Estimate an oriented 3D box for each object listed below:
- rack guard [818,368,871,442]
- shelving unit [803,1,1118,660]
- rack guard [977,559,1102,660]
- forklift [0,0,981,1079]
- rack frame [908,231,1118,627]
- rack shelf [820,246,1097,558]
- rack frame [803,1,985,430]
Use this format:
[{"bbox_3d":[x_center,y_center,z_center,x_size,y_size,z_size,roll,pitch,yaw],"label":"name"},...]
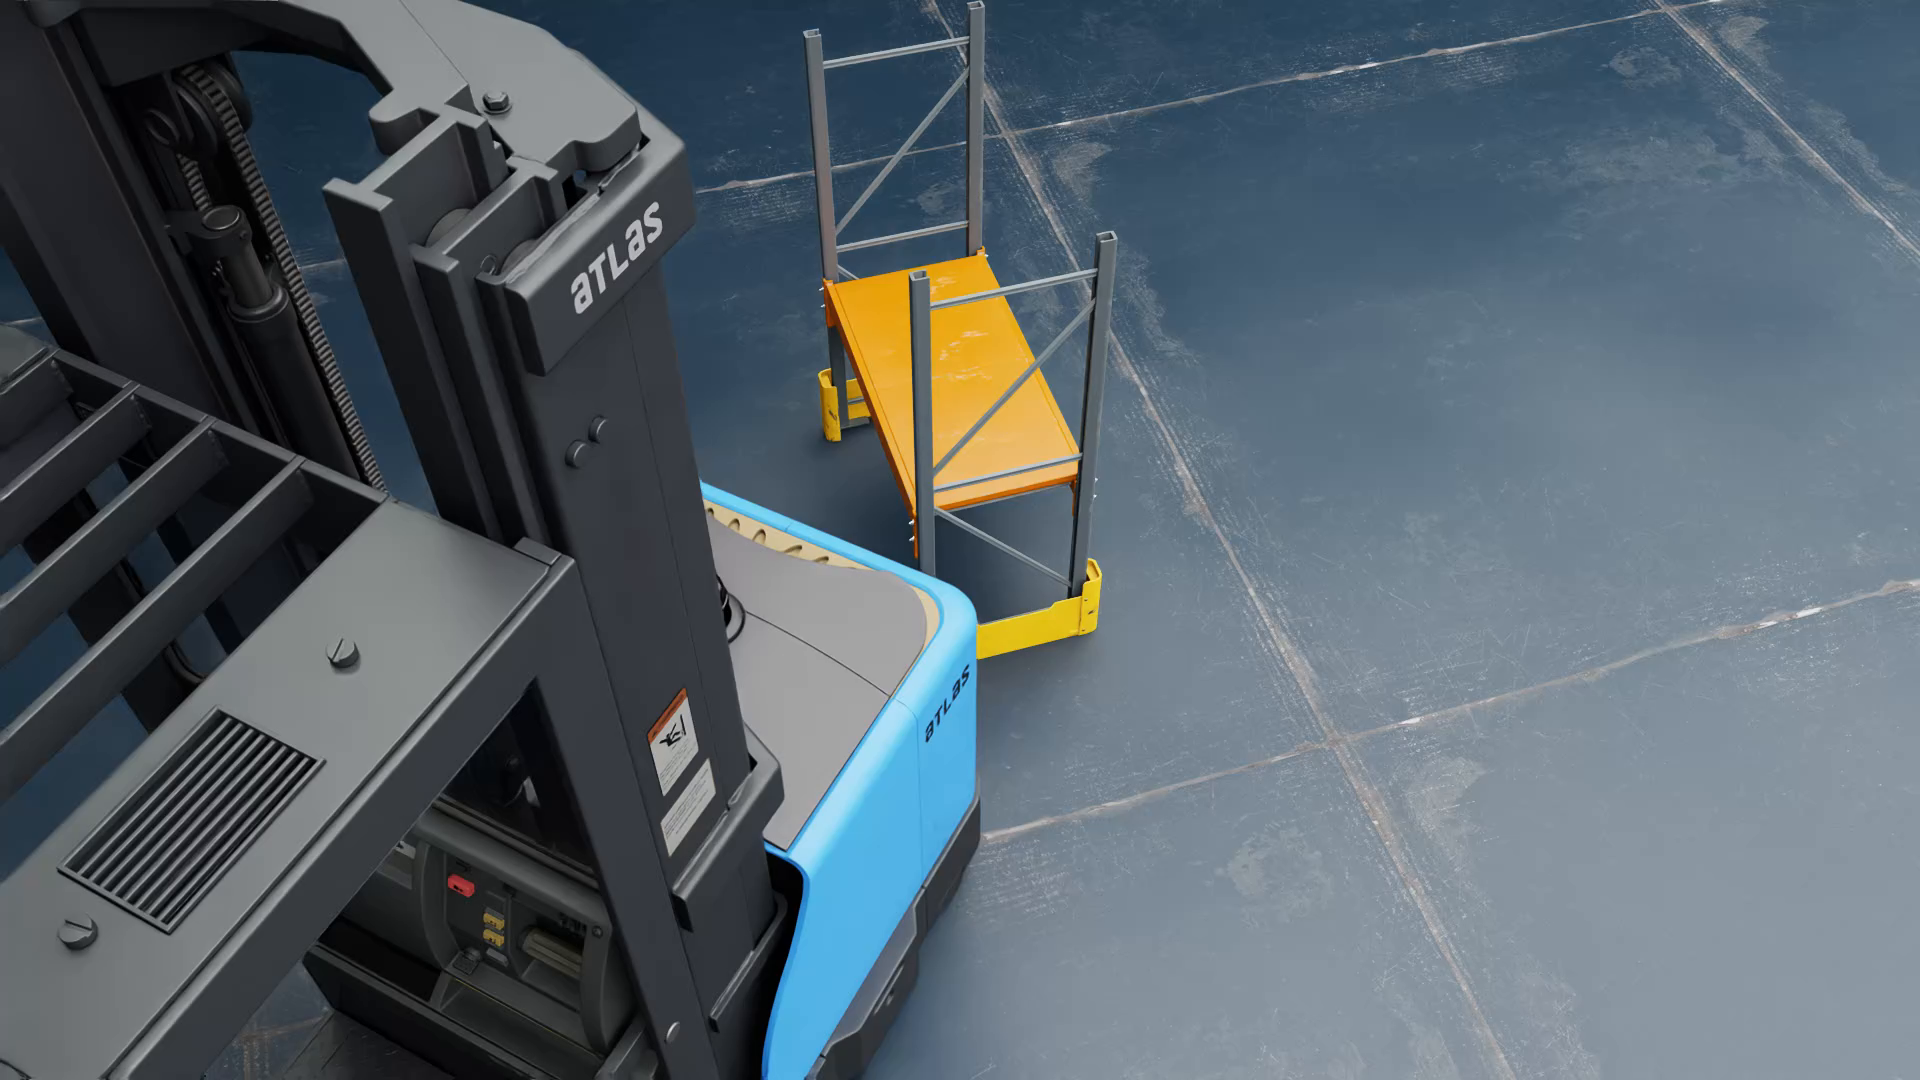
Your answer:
[{"bbox_3d":[-0.170,-0.500,5.508,0.587,0.250,0.087,-13,51,-11],"label":"rack guard"},{"bbox_3d":[-0.023,-0.539,4.724,0.587,1.500,1.083,-13,51,-11],"label":"shelving unit"},{"bbox_3d":[0.125,0.227,4.895,0.587,0.250,0.087,-13,51,-11],"label":"rack guard"},{"bbox_3d":[-1.079,0.699,2.744,1.130,2.935,3.031,22,53,17],"label":"forklift"},{"bbox_3d":[0.125,-0.174,4.416,0.500,1.500,0.032,-13,51,-11],"label":"rack frame"},{"bbox_3d":[-0.025,-0.430,4.867,0.538,0.185,1.000,-13,51,-11],"label":"rack shelf"},{"bbox_3d":[-0.176,-0.917,5.042,0.500,1.500,0.032,-13,51,-11],"label":"rack frame"}]
